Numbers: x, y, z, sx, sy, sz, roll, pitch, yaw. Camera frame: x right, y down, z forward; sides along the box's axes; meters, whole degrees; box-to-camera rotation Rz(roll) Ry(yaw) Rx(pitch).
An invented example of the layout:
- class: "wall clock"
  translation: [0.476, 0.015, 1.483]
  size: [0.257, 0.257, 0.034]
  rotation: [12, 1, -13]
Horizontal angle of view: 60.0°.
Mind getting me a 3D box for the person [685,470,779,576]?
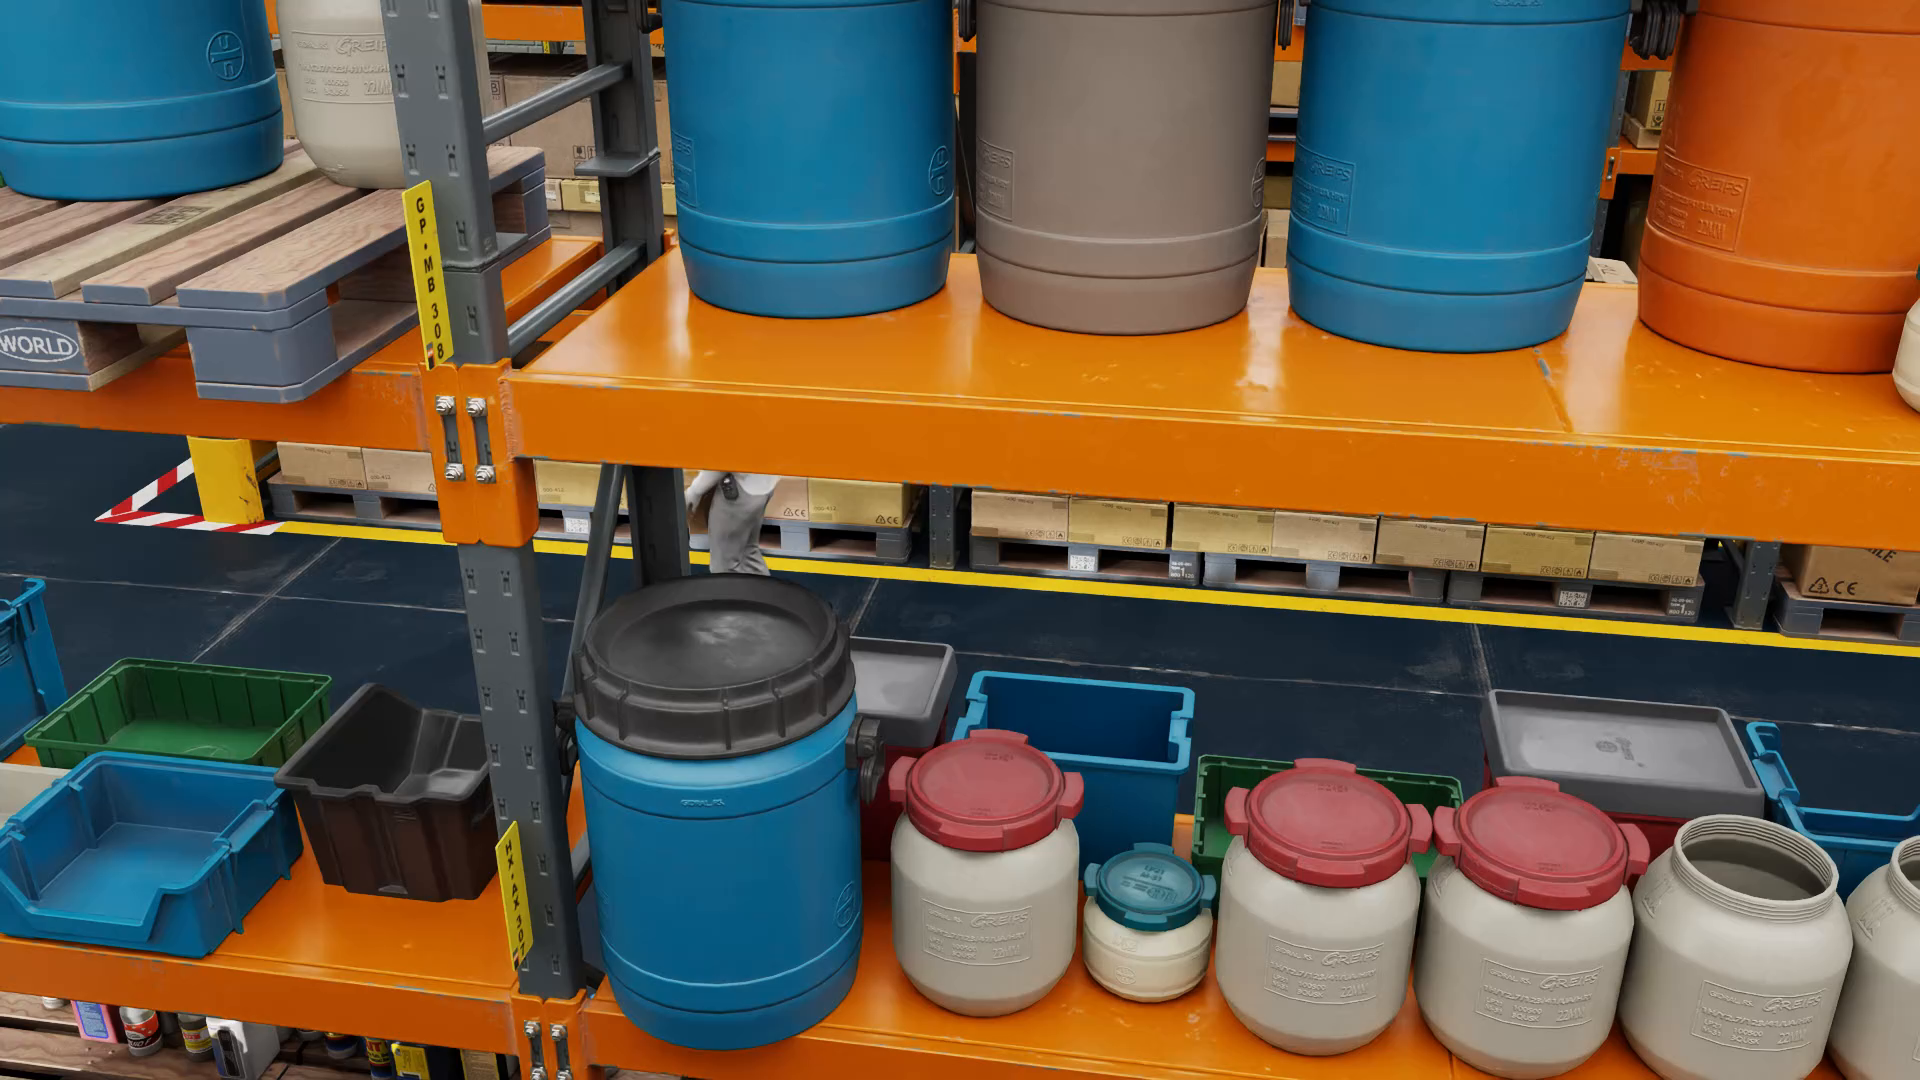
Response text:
- class: "person"
  translation: [-1.039, -0.236, 7.584]
  size: [0.411, 1.684, 0.500]
  rotation: [4, 25, 8]
